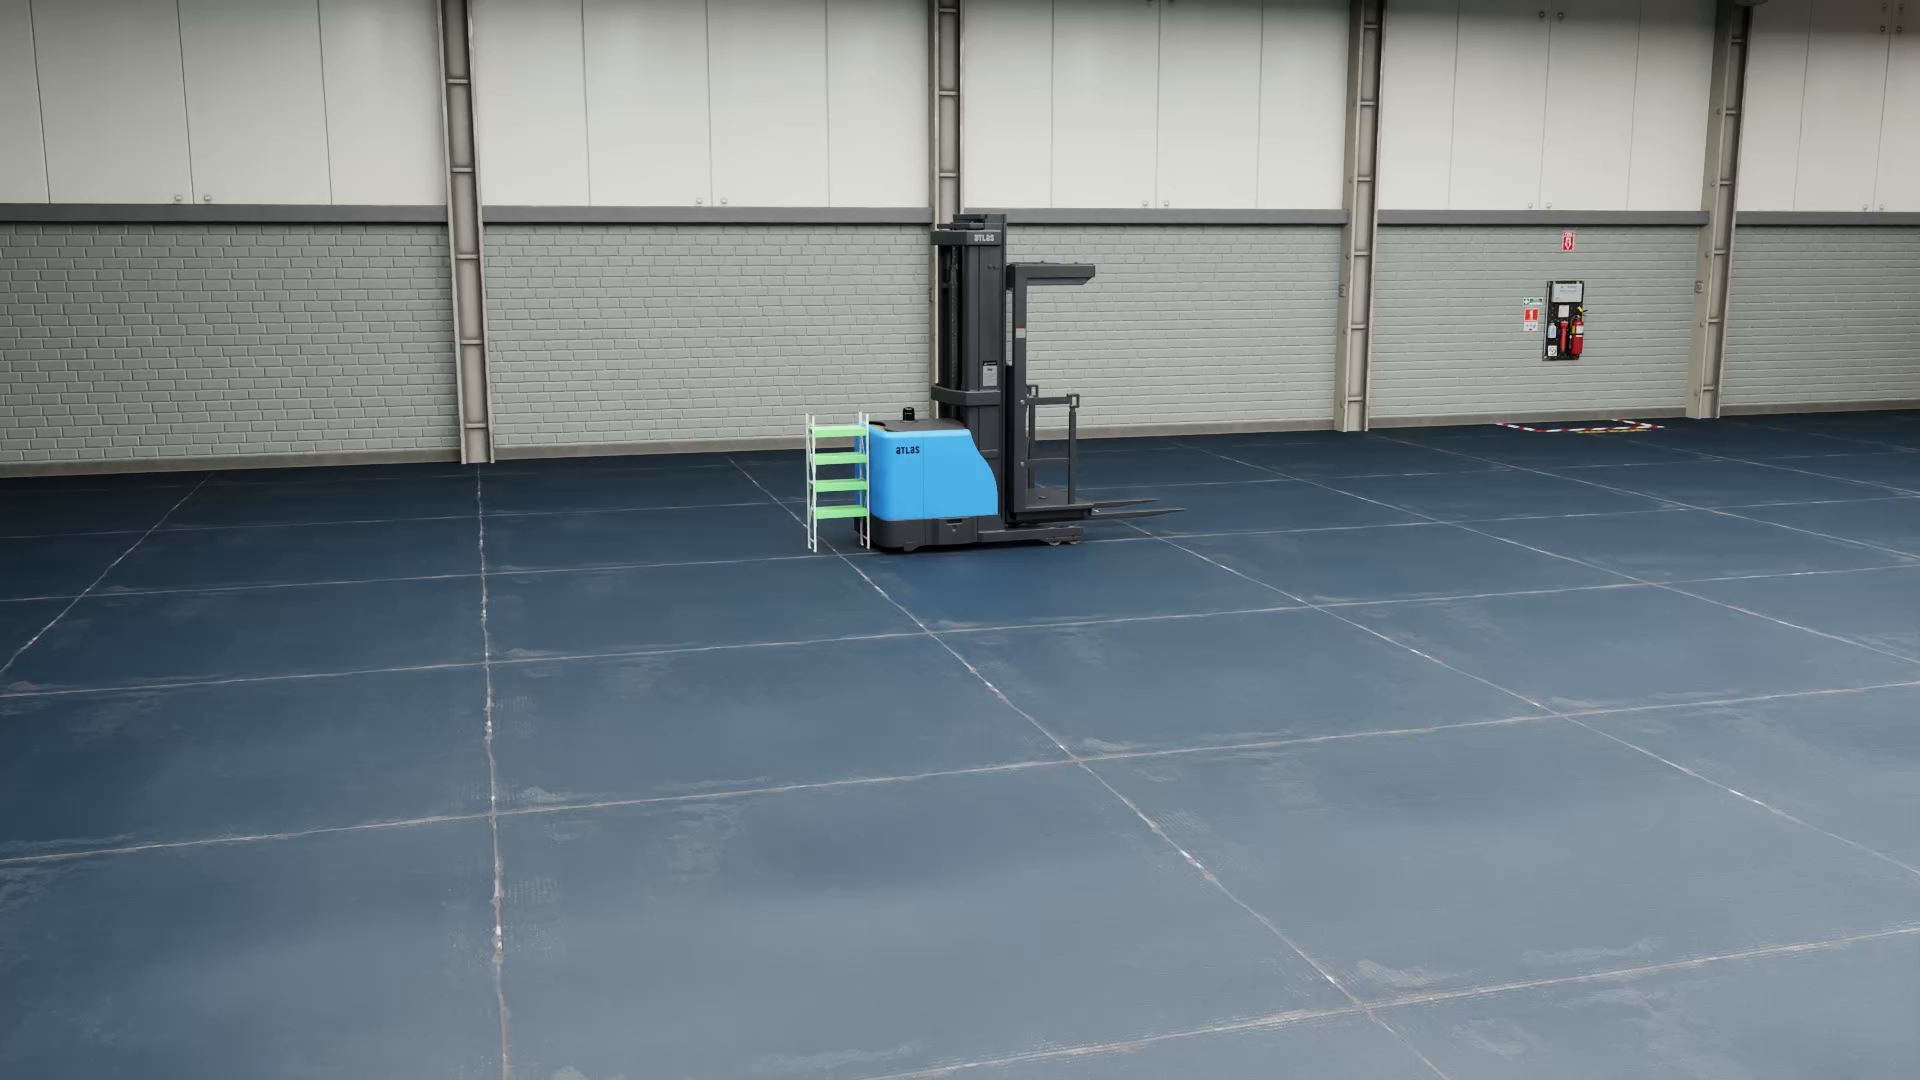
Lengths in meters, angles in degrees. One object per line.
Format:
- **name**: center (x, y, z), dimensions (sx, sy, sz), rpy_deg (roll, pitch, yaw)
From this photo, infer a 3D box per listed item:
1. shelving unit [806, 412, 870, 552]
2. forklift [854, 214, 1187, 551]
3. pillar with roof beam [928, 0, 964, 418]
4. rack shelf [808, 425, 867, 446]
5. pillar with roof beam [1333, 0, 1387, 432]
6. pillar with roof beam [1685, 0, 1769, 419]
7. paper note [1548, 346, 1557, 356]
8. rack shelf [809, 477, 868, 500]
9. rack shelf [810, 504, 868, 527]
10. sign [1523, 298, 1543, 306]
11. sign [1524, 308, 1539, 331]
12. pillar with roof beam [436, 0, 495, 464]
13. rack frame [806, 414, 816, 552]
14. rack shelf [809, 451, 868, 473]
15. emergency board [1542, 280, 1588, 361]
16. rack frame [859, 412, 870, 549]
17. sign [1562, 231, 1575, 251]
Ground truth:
- **shelving unit**: center (-1.084, -0.519, 14.754), dimensions (0.503, 1.200, 0.258), rpy_deg (-4, 11, -19)
- **forklift**: center (0.596, -1.479, 15.187), dimensions (3.031, 2.935, 1.130), rpy_deg (-4, 11, -19)
- **pillar with roof beam**: center (1.027, -4.945, 17.255), dimensions (0.400, 9.000, 9.100), rpy_deg (-3, 11, -16)
- **rack shelf**: center (-1.084, -0.928, 14.679), dimensions (0.480, 0.148, 0.258), rpy_deg (-4, 11, -19)
- **pillar with roof beam**: center (6.788, -5.248, 18.904), dimensions (0.400, 9.000, 9.100), rpy_deg (-3, 11, -16)
- **pillar with roof beam**: center (12.548, -5.552, 20.553), dimensions (0.548, 9.000, 9.100), rpy_deg (-3, 11, -16)
- **paper note**: center (8.773, -2.801, 24.615), dimensions (0.142, 0.148, 0.016), rpy_deg (-3, 11, -16)
- **rack shelf**: center (-1.084, -0.456, 14.766), dimensions (0.480, 0.148, 0.258), rpy_deg (-4, 11, -19)
- **rack shelf**: center (-1.084, -0.220, 14.809), dimensions (0.480, 0.148, 0.258), rpy_deg (-4, 11, -19)
- **sign**: center (8.409, -3.498, 24.405), dimensions (0.331, 0.109, 0.001), rpy_deg (-3, 11, -16)
- **sign**: center (8.402, -3.239, 24.461), dimensions (0.234, 0.329, 0.001), rpy_deg (-3, 11, -16)
- **pillar with roof beam**: center (-4.734, -4.641, 15.605), dimensions (0.400, 9.000, 9.100), rpy_deg (-3, 11, -16)
- **rack frame**: center (-1.314, -0.504, 14.675), dimensions (0.015, 1.200, 0.240), rpy_deg (-4, 11, -19)
- **rack shelf**: center (-1.084, -0.692, 14.722), dimensions (0.480, 0.148, 0.258), rpy_deg (-4, 11, -19)
- **emergency board**: center (8.962, -3.231, 24.518), dimensions (0.643, 1.169, 0.194), rpy_deg (-3, 11, -16)
- **rack frame**: center (-0.853, -0.533, 14.833), dimensions (0.015, 1.200, 0.240), rpy_deg (-4, 11, -19)
- **sign**: center (8.926, -4.388, 24.400), dimensions (0.199, 0.298, 0.001), rpy_deg (-3, 11, -16)
